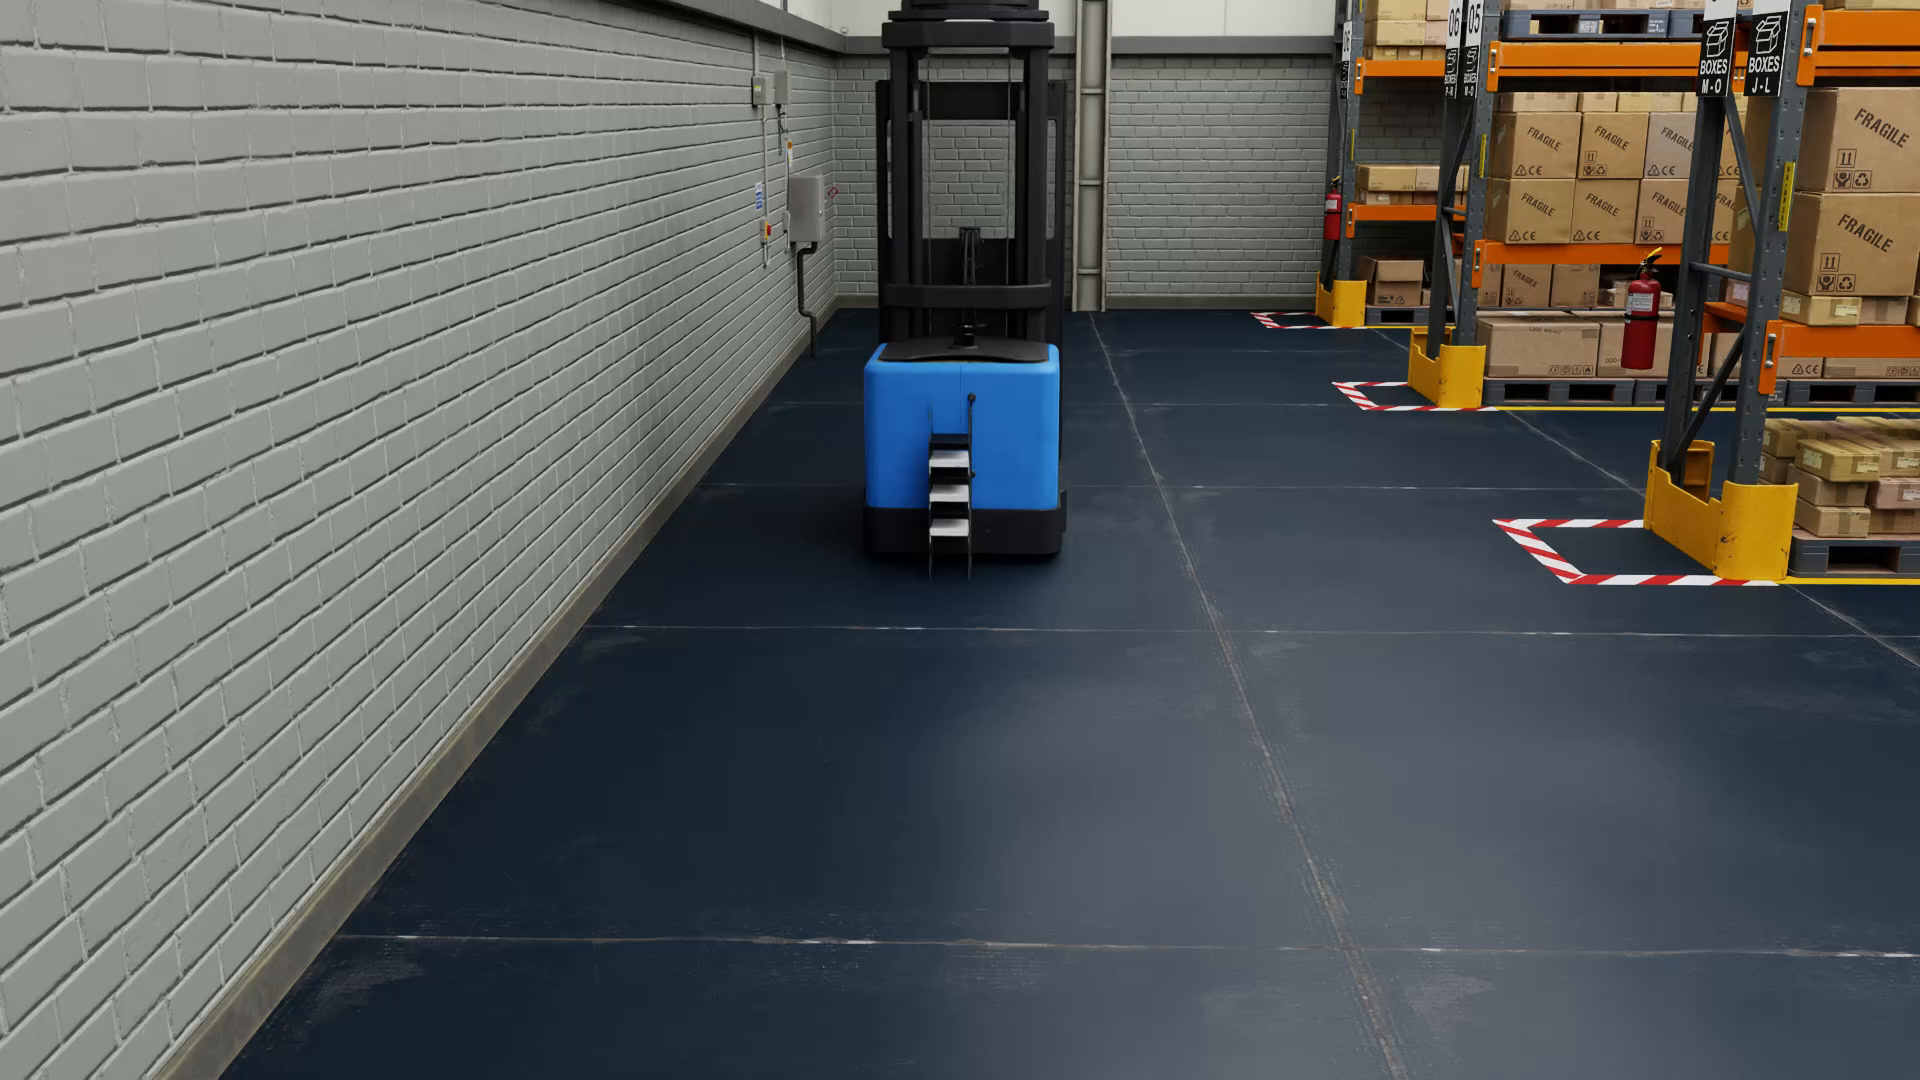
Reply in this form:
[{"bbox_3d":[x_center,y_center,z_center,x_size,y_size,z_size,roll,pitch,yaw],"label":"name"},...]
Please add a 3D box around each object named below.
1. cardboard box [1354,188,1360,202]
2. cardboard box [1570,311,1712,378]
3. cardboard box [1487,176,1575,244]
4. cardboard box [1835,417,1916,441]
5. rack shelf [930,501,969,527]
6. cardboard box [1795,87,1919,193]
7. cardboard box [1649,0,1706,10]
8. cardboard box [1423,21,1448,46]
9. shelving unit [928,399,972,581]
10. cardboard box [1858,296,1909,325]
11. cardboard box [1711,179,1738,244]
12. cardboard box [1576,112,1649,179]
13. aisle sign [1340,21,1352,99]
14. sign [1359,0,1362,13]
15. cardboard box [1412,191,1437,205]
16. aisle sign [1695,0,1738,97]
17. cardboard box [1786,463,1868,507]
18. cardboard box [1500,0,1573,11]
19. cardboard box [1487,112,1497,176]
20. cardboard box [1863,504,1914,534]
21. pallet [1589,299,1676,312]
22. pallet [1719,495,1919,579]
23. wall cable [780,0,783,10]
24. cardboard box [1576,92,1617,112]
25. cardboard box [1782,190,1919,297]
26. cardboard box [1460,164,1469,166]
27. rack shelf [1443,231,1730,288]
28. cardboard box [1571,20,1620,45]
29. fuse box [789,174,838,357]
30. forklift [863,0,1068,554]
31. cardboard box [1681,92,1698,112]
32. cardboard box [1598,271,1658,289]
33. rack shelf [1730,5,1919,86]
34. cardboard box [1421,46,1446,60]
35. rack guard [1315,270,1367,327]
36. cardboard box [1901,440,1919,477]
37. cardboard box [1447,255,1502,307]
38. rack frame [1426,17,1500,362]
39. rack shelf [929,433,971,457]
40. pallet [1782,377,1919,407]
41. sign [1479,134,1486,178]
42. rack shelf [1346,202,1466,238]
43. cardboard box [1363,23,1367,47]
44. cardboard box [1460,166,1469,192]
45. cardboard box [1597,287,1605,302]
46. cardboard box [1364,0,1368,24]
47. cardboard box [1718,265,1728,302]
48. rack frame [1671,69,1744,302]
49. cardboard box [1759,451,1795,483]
[{"bbox_3d":[4.522,-3.865,18.602,0.250,0.149,0.380,0,15,1],"label":"cardboard box"},{"bbox_3d":[5.638,-1.636,13.860,0.875,0.438,0.875,1,15,3],"label":"cardboard box"},{"bbox_3d":[4.533,-2.626,13.218,0.500,0.500,0.500,0,15,1],"label":"cardboard box"},{"bbox_3d":[5.083,-0.579,9.254,0.250,0.149,0.380,0,15,0],"label":"cardboard box"},{"bbox_3d":[-0.049,-0.139,8.583,0.200,0.077,0.258,1,15,3],"label":"rack shelf"},{"bbox_3d":[4.477,-1.996,8.287,0.500,0.500,0.500,0,15,1],"label":"cardboard box"},{"bbox_3d":[5.556,-4.290,12.998,0.500,0.311,0.500,1,15,2],"label":"cardboard box"},{"bbox_3d":[5.129,-5.371,17.649,0.500,0.250,0.500,1,15,2],"label":"cardboard box"},{"bbox_3d":[-0.049,-0.258,8.552,0.210,0.900,0.258,1,15,3],"label":"shelving unit"},{"bbox_3d":[4.606,-1.193,8.474,0.250,0.149,0.380,1,15,3],"label":"cardboard box"},{"bbox_3d":[6.049,-2.623,13.207,0.500,0.500,0.500,1,15,3],"label":"cardboard box"},{"bbox_3d":[5.050,-3.109,13.087,0.500,0.500,0.500,0,15,0],"label":"cardboard box"},{"bbox_3d":[4.108,-5.103,17.705,0.004,0.787,0.394,0,15,1],"label":"aisle sign"},{"bbox_3d":[4.170,-5.655,17.300,0.005,0.325,0.100,0,15,1],"label":"sign"},{"bbox_3d":[5.024,-3.744,18.143,0.250,0.149,0.380,0,15,1],"label":"cardboard box"},{"bbox_3d":[3.970,-2.725,8.693,0.004,0.787,0.394,0,15,1],"label":"aisle sign"},{"bbox_3d":[4.552,-0.291,8.744,0.250,0.149,0.380,1,15,4],"label":"cardboard box"},{"bbox_3d":[4.513,-4.304,13.167,0.500,0.250,0.500,-1,15,-4],"label":"cardboard box"},{"bbox_3d":[4.549,-3.244,13.598,0.500,0.500,0.500,1,15,3],"label":"cardboard box"},{"bbox_3d":[4.815,-0.150,8.794,0.250,0.149,0.380,0,15,1],"label":"cardboard box"},{"bbox_3d":[7.496,-2.550,18.593,1.213,0.211,1.003,0,15,1],"label":"pallet"},{"bbox_3d":[4.922,-0.028,9.033,1.213,0.211,1.003,0,15,1],"label":"pallet"},{"bbox_3d":[-1.611,-5.712,13.350,0.029,3.000,2.355,0,15,1],"label":"wall cable"},{"bbox_3d":[4.929,-3.412,12.966,0.250,0.149,0.380,1,15,3],"label":"cardboard box"},{"bbox_3d":[4.477,-1.510,8.404,0.500,0.500,0.500,1,15,4],"label":"cardboard box"},{"bbox_3d":[5.661,-4.048,18.514,0.500,0.250,0.500,1,15,3],"label":"cardboard box"},{"bbox_3d":[6.060,-2.293,13.563,4.000,0.370,1.077,0,15,1],"label":"rack shelf"},{"bbox_3d":[6.662,-5.362,17.614,0.500,0.250,0.500,1,15,3],"label":"cardboard box"},{"bbox_3d":[-1.377,-2.597,15.828,0.414,1.711,0.539,0,15,1],"label":"fuse box"},{"bbox_3d":[0.078,-1.663,9.897,1.130,2.935,3.031,1,15,3],"label":"forklift"},{"bbox_3d":[5.705,-3.415,12.975,0.250,0.149,0.380,1,15,2],"label":"cardboard box"},{"bbox_3d":[7.528,-2.862,18.754,0.500,0.311,0.500,1,15,3],"label":"cardboard box"},{"bbox_3d":[6.035,-2.481,8.393,4.000,0.370,1.077,0,15,1],"label":"rack shelf"},{"bbox_3d":[5.015,-5.187,17.731,0.250,0.149,0.380,0,15,2],"label":"cardboard box"},{"bbox_3d":[4.260,-2.711,18.635,0.348,0.500,1.175,0,15,1],"label":"rack guard"},{"bbox_3d":[5.078,-0.408,8.606,0.250,0.149,0.380,0,15,1],"label":"cardboard box"},{"bbox_3d":[5.646,-2.871,18.418,0.500,0.500,0.700,1,15,4],"label":"cardboard box"},{"bbox_3d":[4.061,-2.654,13.520,0.127,3.000,1.000,0,15,1],"label":"rack frame"},{"bbox_3d":[-0.049,-0.486,8.490,0.200,0.077,0.258,1,15,3],"label":"rack shelf"},{"bbox_3d":[7.301,-1.305,13.872,1.213,0.211,1.003,0,15,1],"label":"pallet"},{"bbox_3d":[4.041,-2.970,12.864,0.005,0.325,0.100,0,15,1],"label":"sign"},{"bbox_3d":[6.183,-3.559,18.361,4.000,0.370,1.077,0,15,1],"label":"rack shelf"},{"bbox_3d":[4.635,-5.508,18.169,0.500,0.250,0.500,0,15,0],"label":"cardboard box"},{"bbox_3d":[5.641,-3.914,18.006,0.500,0.250,0.500,0,15,0],"label":"cardboard box"},{"bbox_3d":[7.095,-2.786,18.785,0.250,0.149,0.380,0,15,1],"label":"cardboard box"},{"bbox_3d":[4.635,-5.752,18.112,0.500,0.250,0.500,0,15,0],"label":"cardboard box"},{"bbox_3d":[8.660,-2.828,18.256,0.500,0.500,0.500,1,15,4],"label":"cardboard box"},{"bbox_3d":[8.182,-3.894,18.220,0.127,3.000,1.000,0,15,1],"label":"rack frame"},{"bbox_3d":[4.570,-0.429,9.268,0.250,0.149,0.380,0,15,0],"label":"cardboard box"}]
